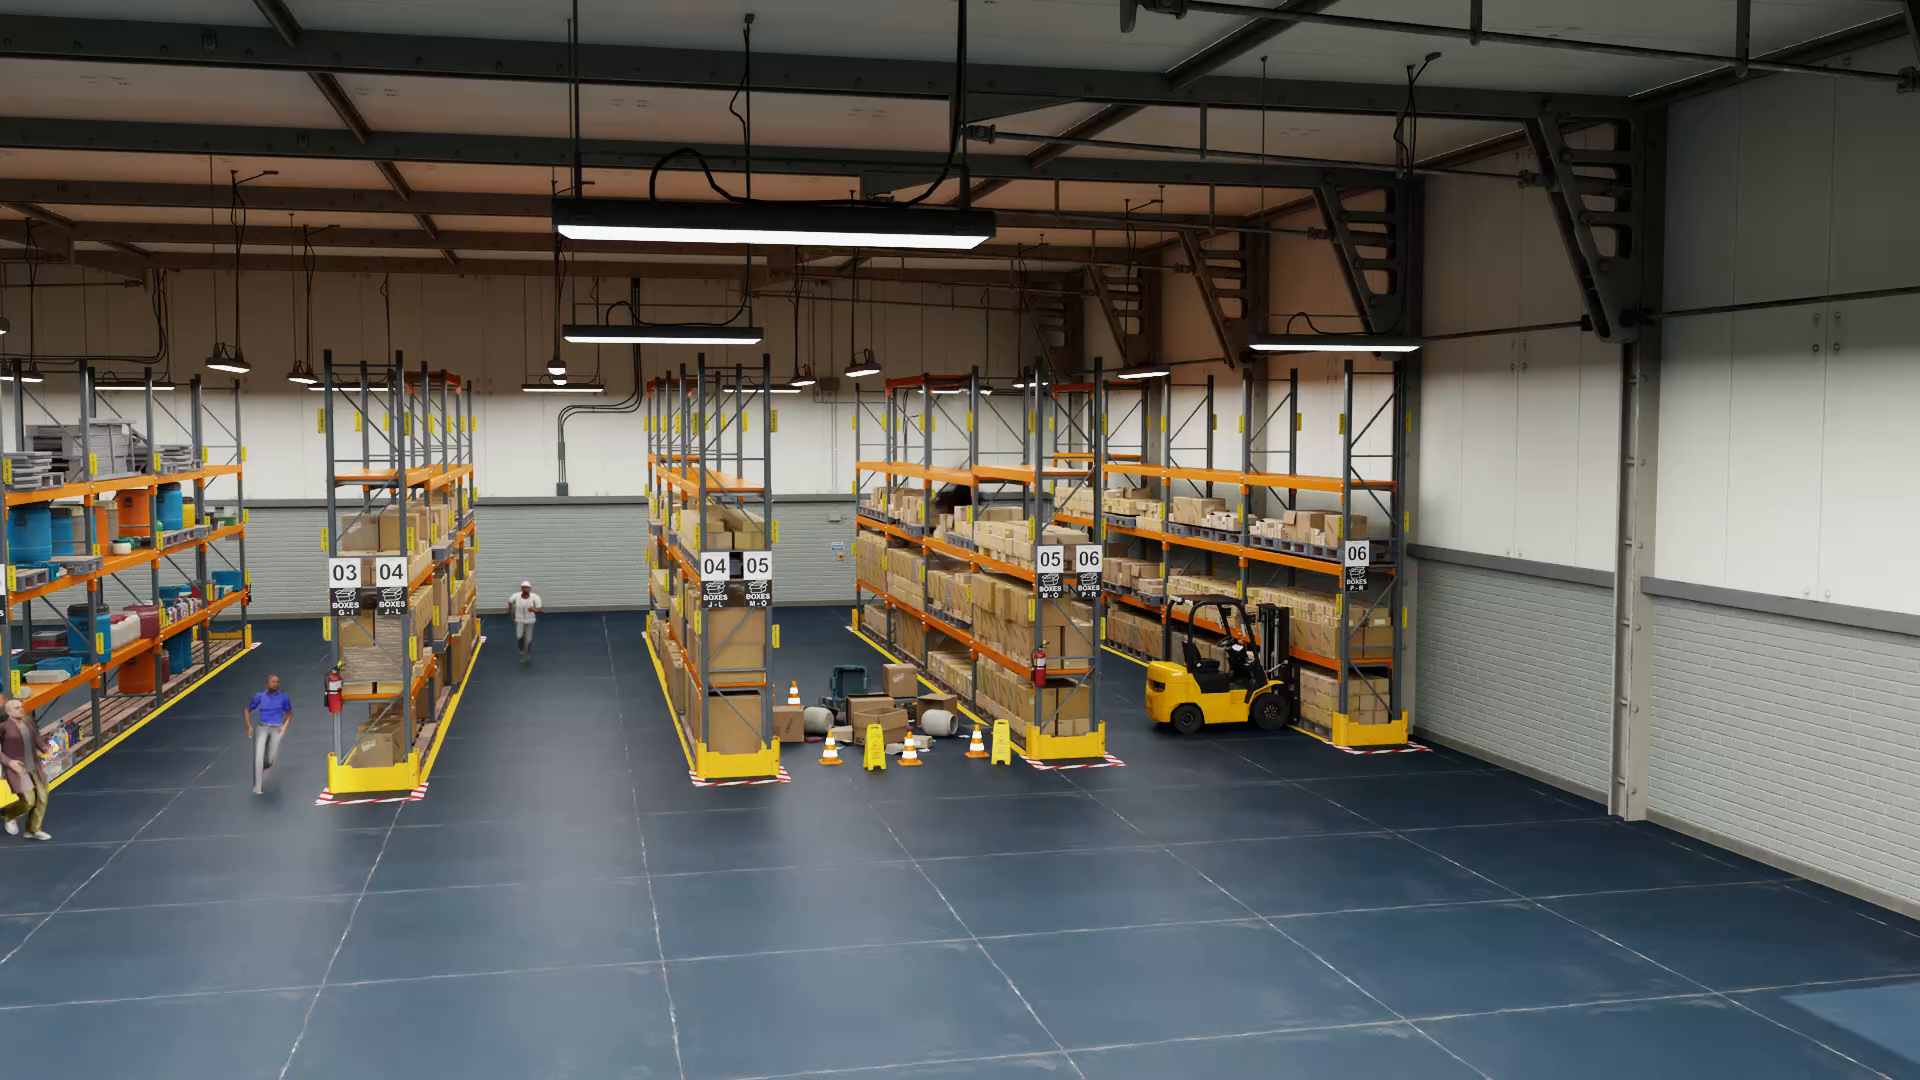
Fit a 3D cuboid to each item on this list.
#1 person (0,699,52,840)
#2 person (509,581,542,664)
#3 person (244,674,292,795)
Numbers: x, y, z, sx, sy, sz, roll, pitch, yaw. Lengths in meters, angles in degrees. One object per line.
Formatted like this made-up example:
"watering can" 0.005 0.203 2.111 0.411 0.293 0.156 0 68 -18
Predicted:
"person" -11.317 2.801 19.967 0.696 1.647 0.740 1 4 14
"person" -9.067 1.716 34.687 0.677 1.735 0.767 -1 4 -14
"person" -9.478 2.683 22.809 0.611 1.532 0.601 -2 4 -25
